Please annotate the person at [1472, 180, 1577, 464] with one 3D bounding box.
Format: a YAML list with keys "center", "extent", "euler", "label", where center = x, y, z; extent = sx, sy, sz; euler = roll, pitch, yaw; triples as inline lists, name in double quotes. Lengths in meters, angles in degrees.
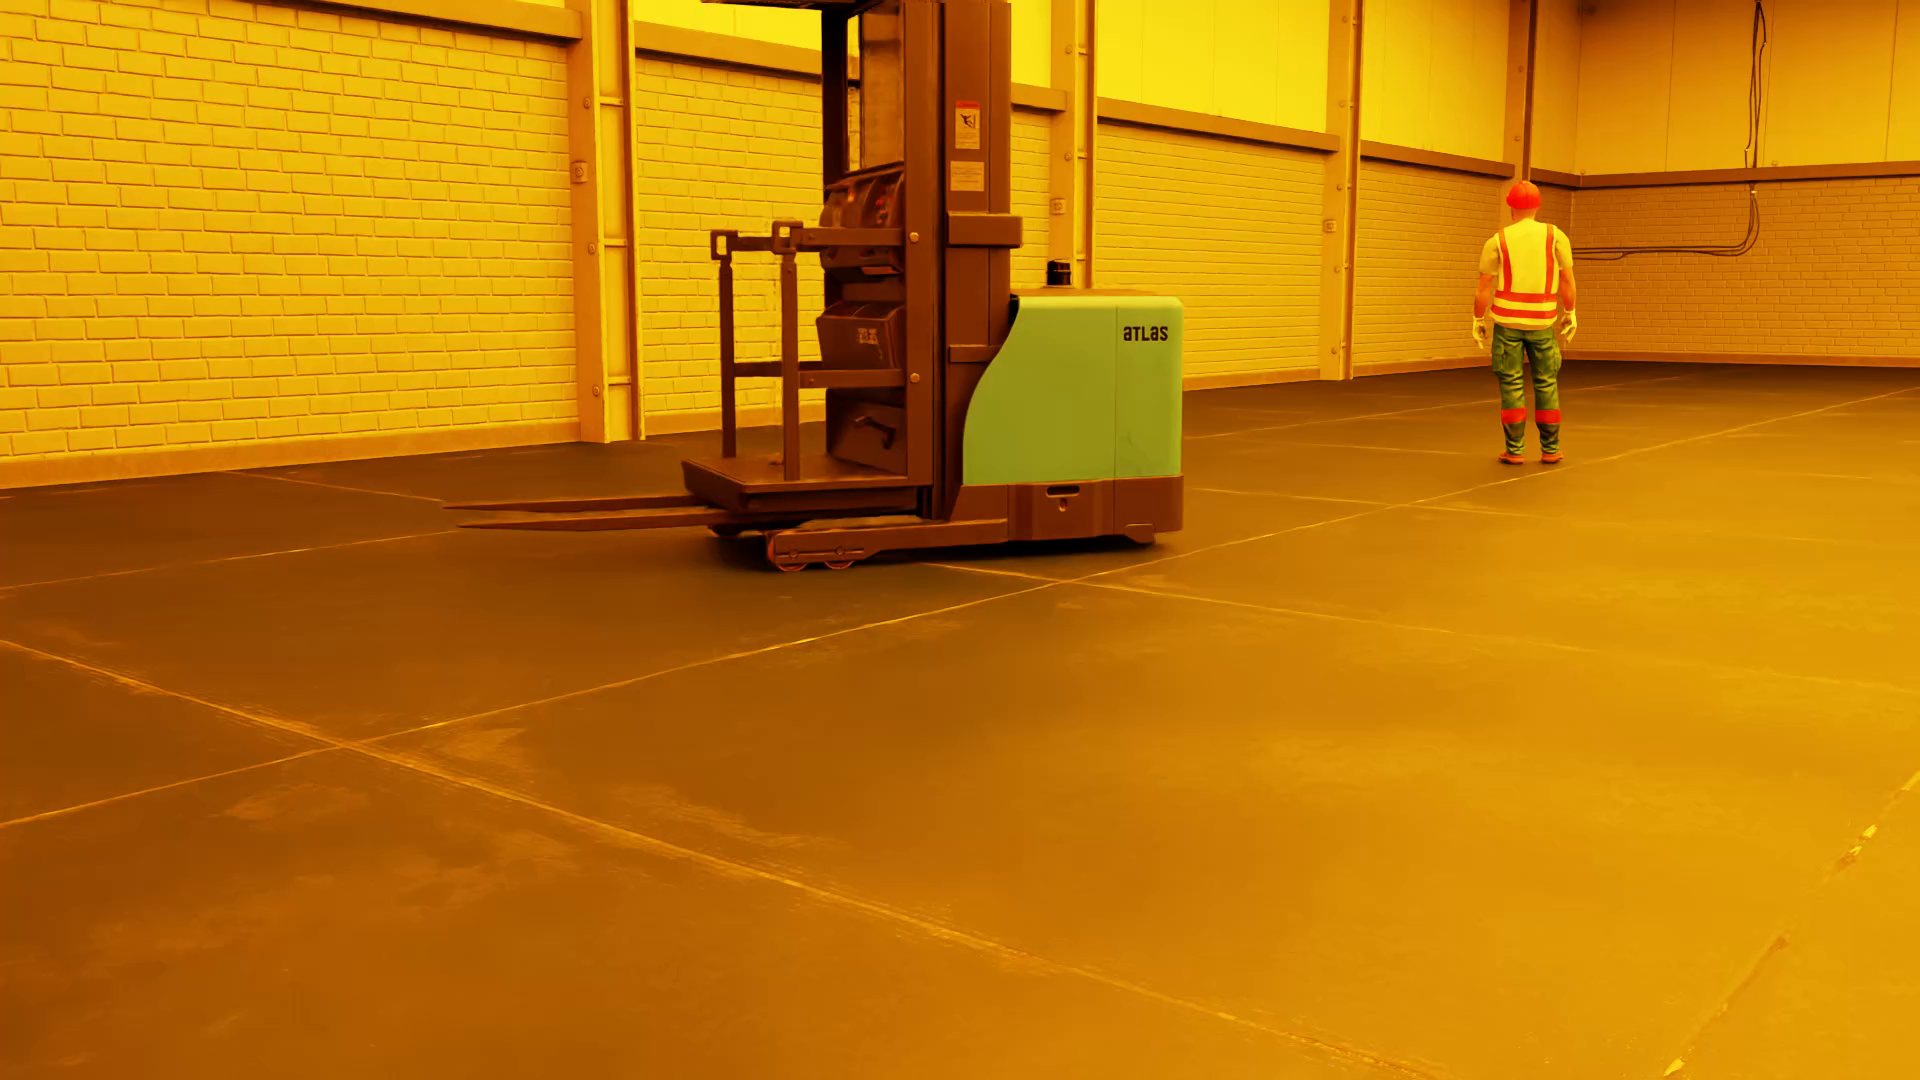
- center: [3.629, -1.395, 10.708]
  extent: [0.638, 1.787, 0.564]
  euler: [2, 9, 13]
  label: "person"

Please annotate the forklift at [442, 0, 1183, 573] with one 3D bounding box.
- center: [-0.600, -1.409, 6.908]
  extent: [3.031, 2.935, 1.130]
  euler: [-3, 9, -22]
  label: "forklift"
